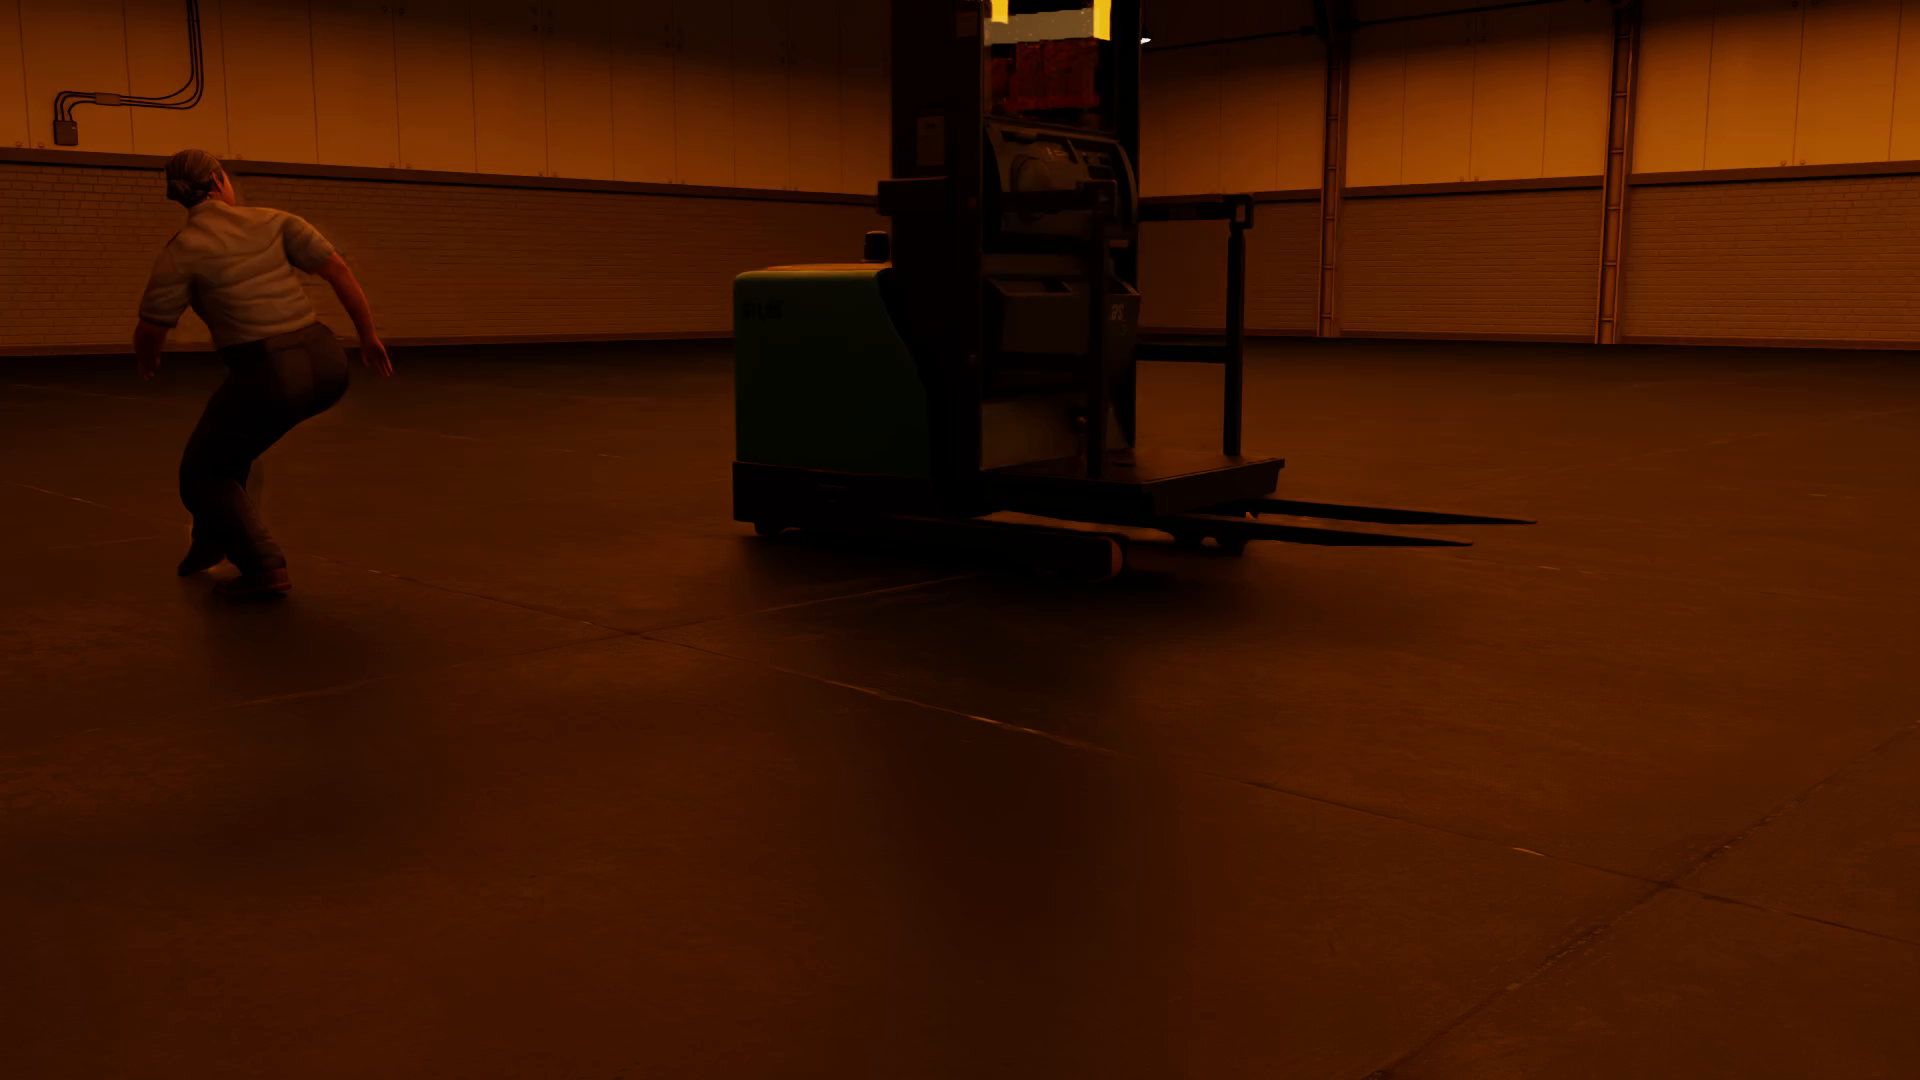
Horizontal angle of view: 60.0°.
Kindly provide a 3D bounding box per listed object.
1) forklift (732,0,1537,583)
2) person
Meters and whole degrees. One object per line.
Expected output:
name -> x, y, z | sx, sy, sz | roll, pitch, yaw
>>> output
forklift -> 0.554, -1.390, 6.106 | 3.031, 2.935, 1.130 | 6, 11, 36
person -> -2.439, -0.570, 5.668 | 0.729, 1.473, 0.703 | 5, 10, 28
